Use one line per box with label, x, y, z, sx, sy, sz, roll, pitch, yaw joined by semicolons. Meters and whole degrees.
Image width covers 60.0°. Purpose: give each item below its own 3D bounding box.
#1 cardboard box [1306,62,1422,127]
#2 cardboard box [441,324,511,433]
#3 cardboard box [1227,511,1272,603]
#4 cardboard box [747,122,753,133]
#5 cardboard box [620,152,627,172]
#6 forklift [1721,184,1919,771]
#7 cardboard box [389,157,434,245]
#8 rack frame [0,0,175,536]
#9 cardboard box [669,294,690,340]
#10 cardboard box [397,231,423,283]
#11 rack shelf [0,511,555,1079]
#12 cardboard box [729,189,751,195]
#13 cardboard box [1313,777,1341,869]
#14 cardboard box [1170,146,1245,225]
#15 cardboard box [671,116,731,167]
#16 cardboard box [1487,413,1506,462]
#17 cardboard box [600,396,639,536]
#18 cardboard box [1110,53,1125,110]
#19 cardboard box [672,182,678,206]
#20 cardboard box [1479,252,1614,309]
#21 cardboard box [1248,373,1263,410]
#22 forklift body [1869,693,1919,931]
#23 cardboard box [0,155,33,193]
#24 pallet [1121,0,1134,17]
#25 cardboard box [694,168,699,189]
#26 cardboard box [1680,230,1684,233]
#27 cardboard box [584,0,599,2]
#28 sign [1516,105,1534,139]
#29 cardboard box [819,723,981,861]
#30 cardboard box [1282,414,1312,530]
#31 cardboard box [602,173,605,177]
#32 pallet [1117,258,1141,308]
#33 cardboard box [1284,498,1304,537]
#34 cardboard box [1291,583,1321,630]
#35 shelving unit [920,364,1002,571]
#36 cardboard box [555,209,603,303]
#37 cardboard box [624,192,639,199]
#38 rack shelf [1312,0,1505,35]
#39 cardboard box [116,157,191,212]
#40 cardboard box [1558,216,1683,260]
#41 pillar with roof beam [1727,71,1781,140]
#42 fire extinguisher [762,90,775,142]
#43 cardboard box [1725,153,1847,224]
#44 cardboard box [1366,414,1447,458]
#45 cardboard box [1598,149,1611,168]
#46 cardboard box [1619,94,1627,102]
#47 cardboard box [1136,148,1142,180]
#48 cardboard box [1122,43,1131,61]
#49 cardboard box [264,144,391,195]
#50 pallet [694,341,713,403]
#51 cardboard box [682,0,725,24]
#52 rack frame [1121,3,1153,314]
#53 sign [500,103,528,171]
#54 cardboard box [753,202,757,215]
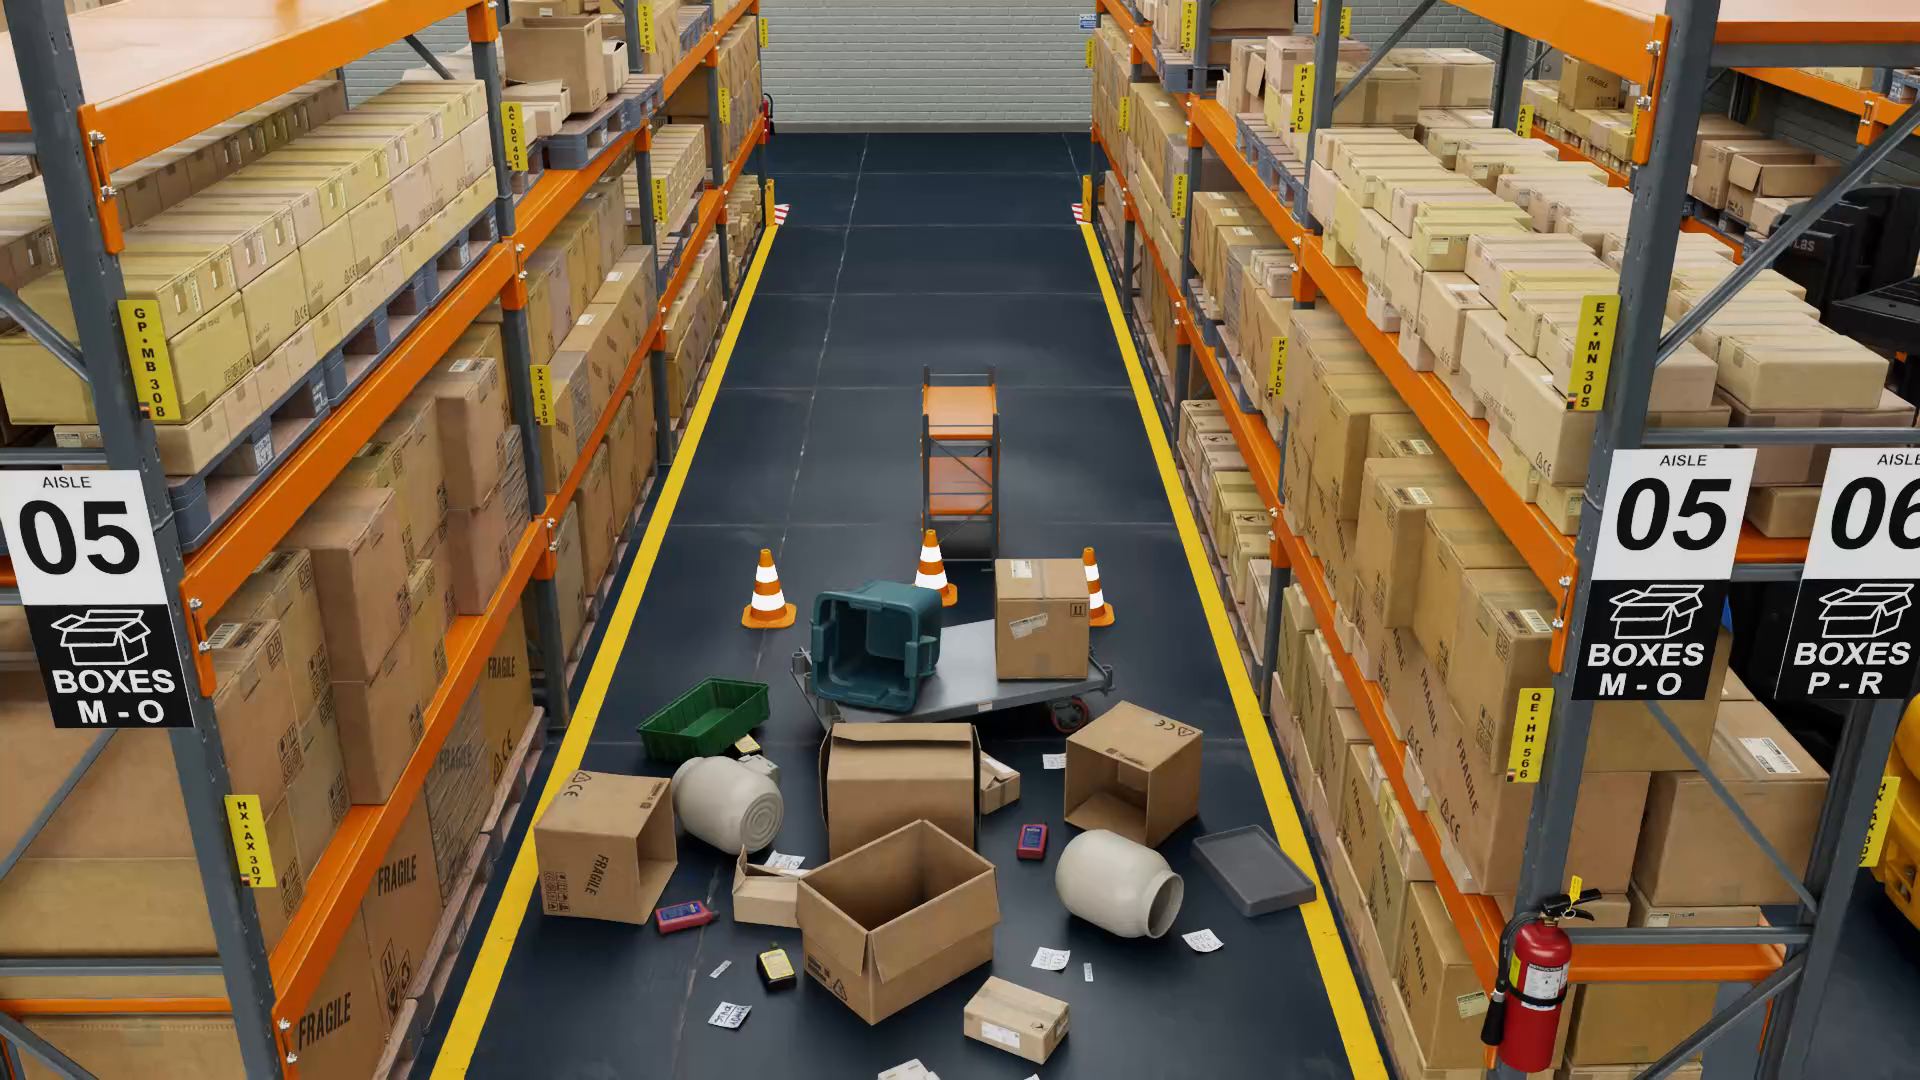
cardboard box;2.096;-2.336;8.700;0.500;0.250;0.500;0;24;1
cardboard box;-2.749;-0.724;8.219;0.875;0.550;0.550;0;24;-1
cardboard box;2.211;0.114;10.538;0.950;0.372;0.625;1;24;3
cardboard box;-2.554;-4.702;18.812;0.380;0.149;0.250;0;24;1
cardboard box;-3.253;-3.448;15.167;0.380;0.149;0.250;0;24;1
forklift;4.983;-0.291;8.837;1.130;2.935;3.031;-17;29;-33
cardboard box;-2.448;-1.371;6.691;0.500;0.250;0.500;0;24;-1
rack frame;-2.675;-1.401;3.928;1.000;3.000;0.127;0;24;-1
cardboard box;-2.533;-1.853;13.820;0.500;0.250;0.500;-1;24;-1
cardboard box;-2.379;-1.132;6.646;0.380;0.149;0.250;0;24;-1
rack shelf;-2.697;0.836;7.135;1.077;0.370;4.000;0;24;-1
cardboard box;-2.576;-3.890;18.940;0.380;0.149;0.250;-1;24;-3
cardboard box;1.992;1.364;7.920;0.500;0.250;0.500;-1;24;-1
cardboard box;1.919;-2.741;12.836;0.500;0.500;0.500;-1;24;-2
cardboard box;-2.559;-3.999;16.469;0.500;0.500;0.500;-1;24;-2
cardboard box;1.986;-0.342;5.531;0.380;0.149;0.250;0;24;1
cardboard box;-2.833;-0.519;11.478;1.050;0.750;0.750;0;24;0
cardboard box;1.849;-4.790;17.365;0.500;0.500;0.500;0;24;0
cardboard box;-2.582;-2.907;13.973;0.380;0.149;0.250;0;24;-1
cardboard box;2.042;-0.902;5.803;0.380;0.149;0.250;0;24;-1
cardboard box;1.924;-0.882;9.856;0.380;0.149;0.250;-1;24;-1
forklift body;5.392;0.858;7.243;2.313;2.155;1.214;0;24;-1
cardboard box;-7.715;-2.788;12.935;0.797;0.503;0.637;1;24;1
pallet;2.144;-5.340;16.385;1.003;0.211;1.213;0;24;-1
cardboard box;-2.599;-3.317;15.239;0.380;0.149;0.250;0;24;-1
cardboard box;6.895;-2.928;15.960;0.380;0.149;0.250;-1;24;-3
cardboard box;-3.061;-4.421;13.194;0.396;0.266;0.258;0;24;-1
sign;2.772;-1.988;8.238;0.100;0.325;0.005;0;24;-1
cardboard box;-0.296;1.246;8.219;0.797;0.637;0.503;0;24;-1
cardboard box;1.956;-0.379;8.465;0.500;0.500;0.500;0;24;-1
cardboard box;-3.240;-3.152;14.153;0.380;0.149;0.250;0;24;1
pallet;2.213;-2.720;17.507;1.003;0.211;1.213;0;24;-1
cardboard box;1.913;-0.134;8.712;0.380;0.149;0.250;0;24;-1
cardboard box;1.908;0.340;8.487;0.380;0.149;0.250;0;24;0
shelving unit;0.000;-0.515;11.524;0.538;1.125;1.048;0;24;-1
cardboard box;-2.753;-1.861;10.889;0.700;0.500;0.500;-1;24;-1
cardboard box;-2.579;-2.614;12.964;0.380;0.149;0.250;-1;24;-2
rack shelf;2.208;-3.428;9.767;1.077;0.370;4.000;0;24;-1
cardboard box;-3.035;-1.286;6.020;0.380;0.149;0.250;0;24;0
cardboard box;2.488;-1.122;6.288;0.380;0.149;0.250;0;24;1
pillar with roof beam;3.695;-6.705;15.656;9.100;9.000;0.400;0;24;-1
fire extinguisher;-2.391;-5.162;20.069;0.296;0.674;0.183;0;24;-1
cardboard box;6.947;-2.962;14.025;0.797;0.503;0.637;-1;24;-2
cardboard box;2.077;-0.202;6.862;0.700;0.500;0.500;0;24;-1
cardboard box;6.798;-3.930;17.105;0.380;0.149;0.250;0;24;1
cardboard box;7.338;-4.811;18.568;0.500;0.250;0.500;1;24;1
cardboard box;1.899;-3.439;15.288;0.500;0.250;0.500;0;24;0
cardboard box;1.874;-5.018;17.083;0.380;0.149;0.250;0;24;-1
cardboard box;-2.379;-1.394;6.257;0.380;0.149;0.250;0;24;0
pallet;-2.780;-1.517;14.849;1.003;0.211;1.213;0;24;-1
cardboard box;-2.547;-5.103;15.935;0.500;0.250;0.500;1;24;2
rack frame;2.143;-3.677;16.239;1.000;3.000;0.127;0;24;-1
sign;-2.164;-1.958;8.075;0.100;0.325;0.005;0;24;-1
cardboard box;-2.551;-3.858;19.230;0.380;0.149;0.250;-1;24;-3
